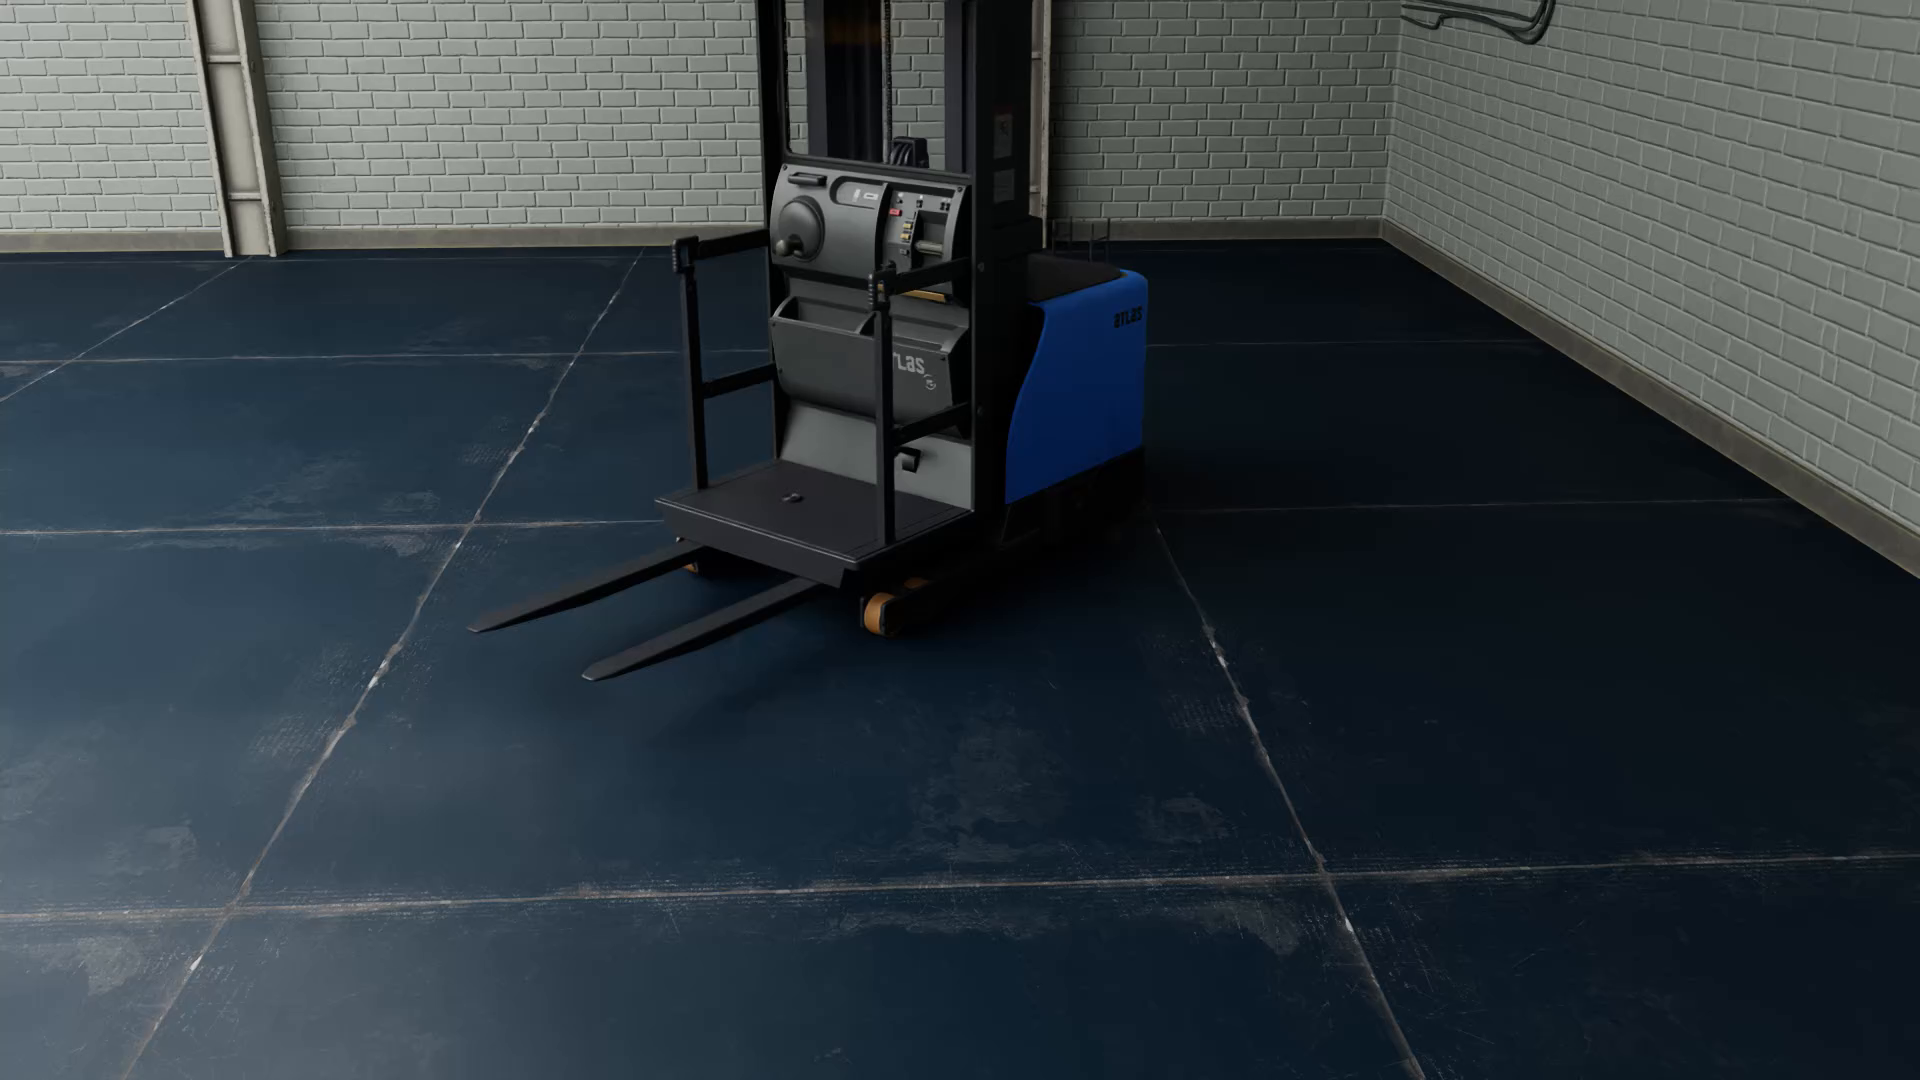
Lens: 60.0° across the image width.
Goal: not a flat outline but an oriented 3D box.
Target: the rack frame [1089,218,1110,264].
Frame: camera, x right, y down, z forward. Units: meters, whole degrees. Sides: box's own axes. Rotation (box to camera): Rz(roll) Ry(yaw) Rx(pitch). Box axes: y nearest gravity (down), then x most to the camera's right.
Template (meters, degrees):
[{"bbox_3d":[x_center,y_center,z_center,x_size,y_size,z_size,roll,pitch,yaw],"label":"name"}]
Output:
[{"bbox_3d":[0.624,-0.873,7.712,0.006,1.200,0.240,9,20,23],"label":"rack frame"}]

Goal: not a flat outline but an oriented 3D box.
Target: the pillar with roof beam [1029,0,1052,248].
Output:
[{"bbox_3d":[0.733,-5.048,7.733,0.400,9.000,9.100,-1,21,-3],"label":"pillar with roof beam"}]

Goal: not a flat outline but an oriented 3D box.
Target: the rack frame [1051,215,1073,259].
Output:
[{"bbox_3d":[0.458,-0.901,7.783,0.006,1.200,0.240,9,20,23],"label":"rack frame"}]

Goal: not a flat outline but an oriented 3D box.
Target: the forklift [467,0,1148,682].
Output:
[{"bbox_3d":[-0.491,-1.207,6.173,1.130,2.935,3.031,16,26,36],"label":"forklift"}]

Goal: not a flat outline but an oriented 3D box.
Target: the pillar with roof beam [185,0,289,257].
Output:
[{"bbox_3d":[-5.257,-4.926,7.413,0.400,9.000,9.100,-1,21,-3],"label":"pillar with roof beam"}]

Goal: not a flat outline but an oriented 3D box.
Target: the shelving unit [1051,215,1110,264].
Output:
[{"bbox_3d":[0.541,-0.887,7.747,0.189,1.200,0.258,9,20,23],"label":"shelving unit"}]

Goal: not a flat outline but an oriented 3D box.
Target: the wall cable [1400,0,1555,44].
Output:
[{"bbox_3d":[3.504,-4.716,11.226,0.112,2.526,3.097,-1,21,-3],"label":"wall cable"}]
